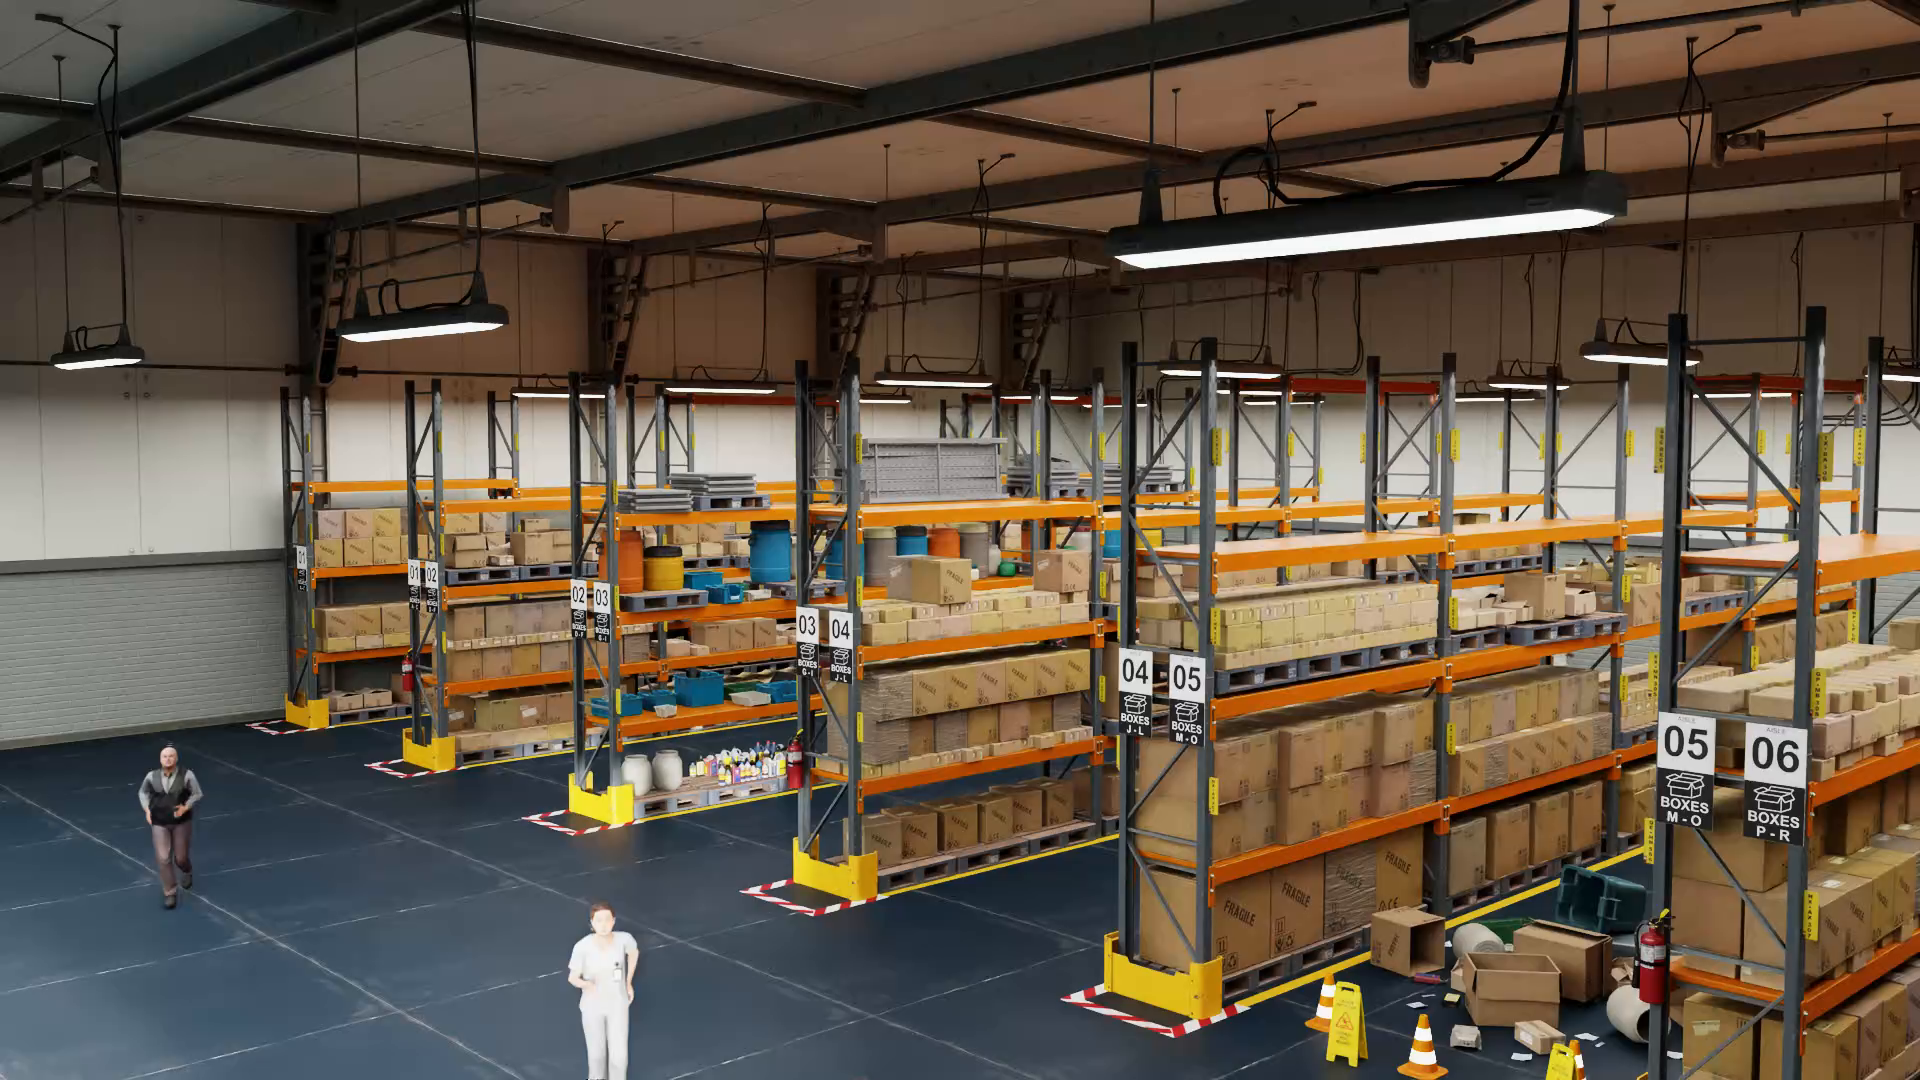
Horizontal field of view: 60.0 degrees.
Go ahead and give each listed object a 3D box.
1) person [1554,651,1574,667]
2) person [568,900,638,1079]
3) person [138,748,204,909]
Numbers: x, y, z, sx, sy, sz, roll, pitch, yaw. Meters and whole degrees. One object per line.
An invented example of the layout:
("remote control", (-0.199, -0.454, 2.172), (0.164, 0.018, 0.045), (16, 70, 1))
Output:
("person", (11.040, 2.336, 30.728), (0.667, 1.720, 0.600), (-2, 4, -28))
("person", (-2.661, 3.532, 12.437), (0.511, 1.713, 0.825), (-1, 4, -11))
("person", (-8.701, 3.134, 18.339), (0.671, 1.705, 0.796), (-1, 4, -18))
